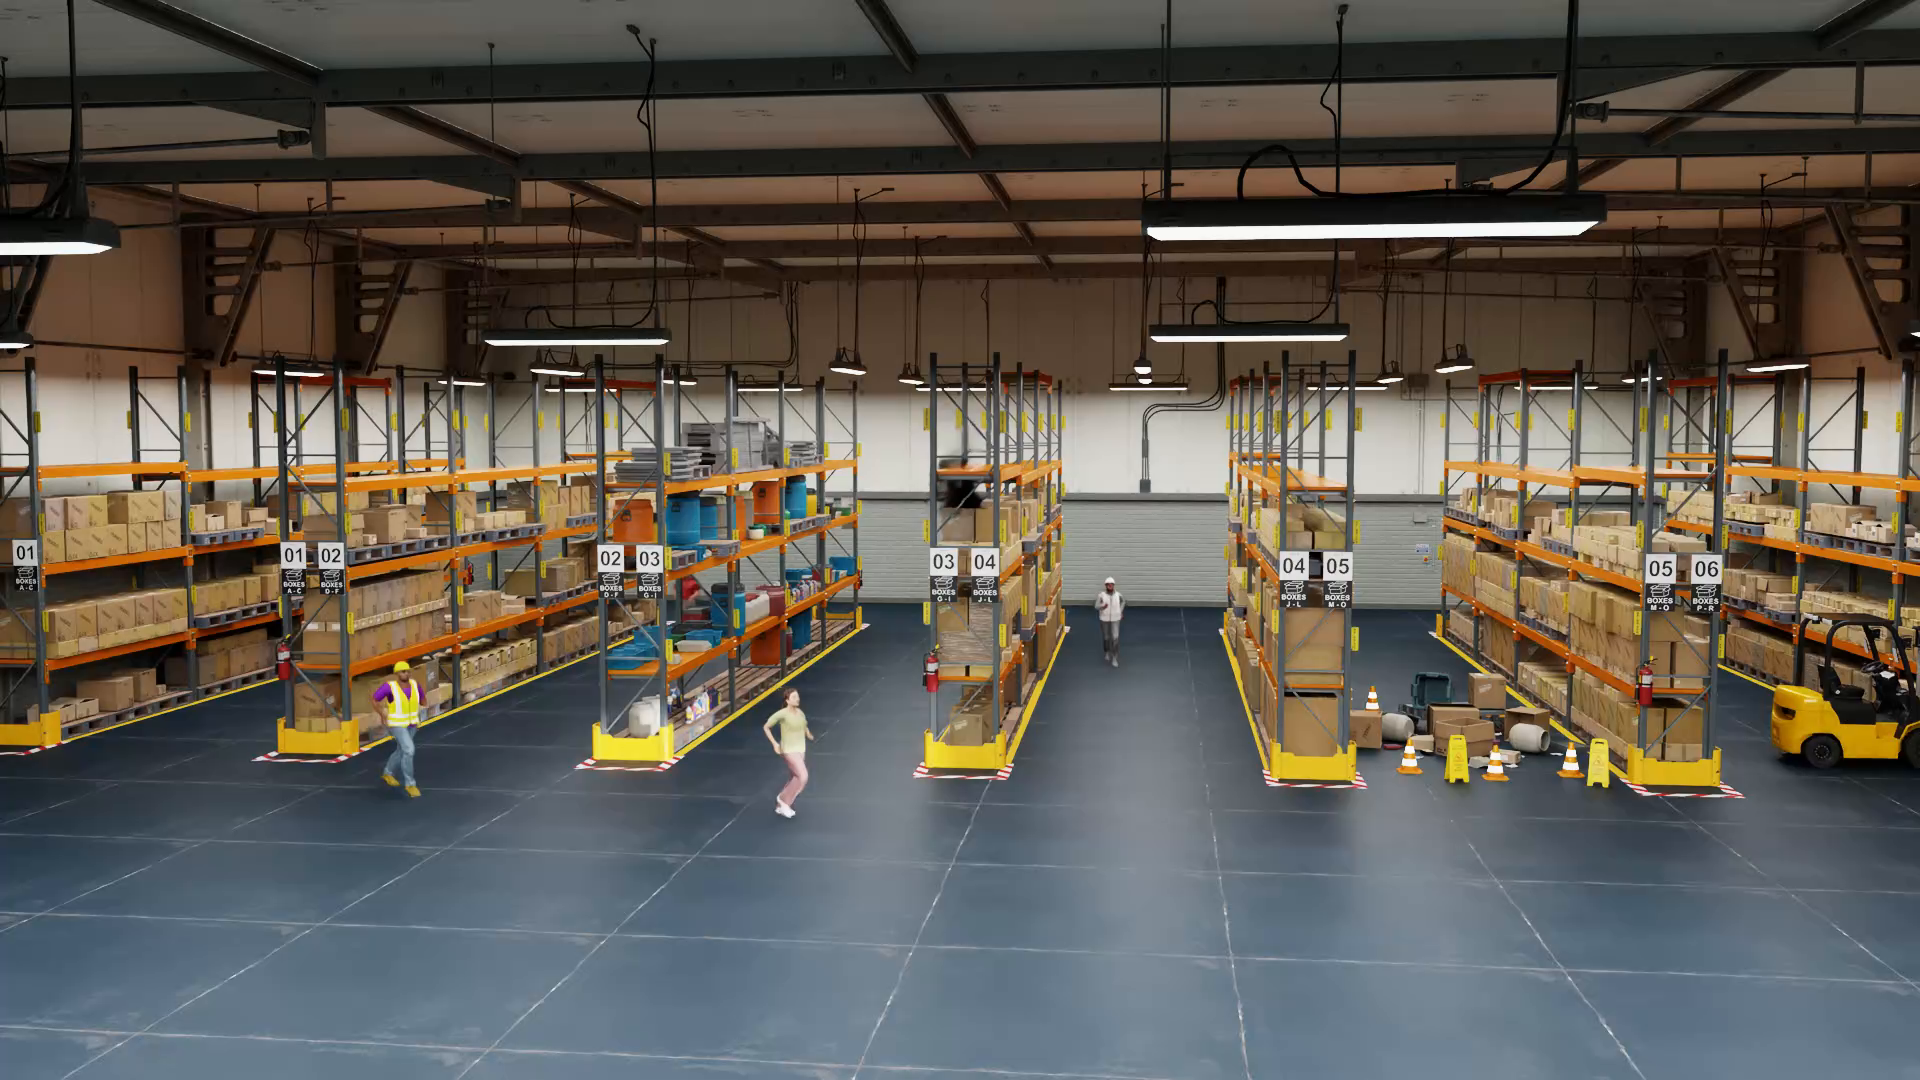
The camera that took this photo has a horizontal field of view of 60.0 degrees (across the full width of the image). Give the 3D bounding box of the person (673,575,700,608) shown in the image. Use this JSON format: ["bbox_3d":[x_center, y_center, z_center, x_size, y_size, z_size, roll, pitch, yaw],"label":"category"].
[{"bbox_3d":[-6.249,1.487,37.882,0.641,1.723,0.549,0,4,-1],"label":"person"}]

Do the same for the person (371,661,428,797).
[{"bbox_3d":[-7.525,2.532,22.499,0.852,1.815,0.670,3,5,33],"label":"person"}]

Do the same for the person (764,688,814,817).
[{"bbox_3d":[-2.098,2.686,20.976,0.613,1.635,0.560,3,5,35],"label":"person"}]

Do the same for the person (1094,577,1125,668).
[{"bbox_3d":[3.091,1.677,34.299,0.647,1.814,0.835,0,4,3],"label":"person"}]
